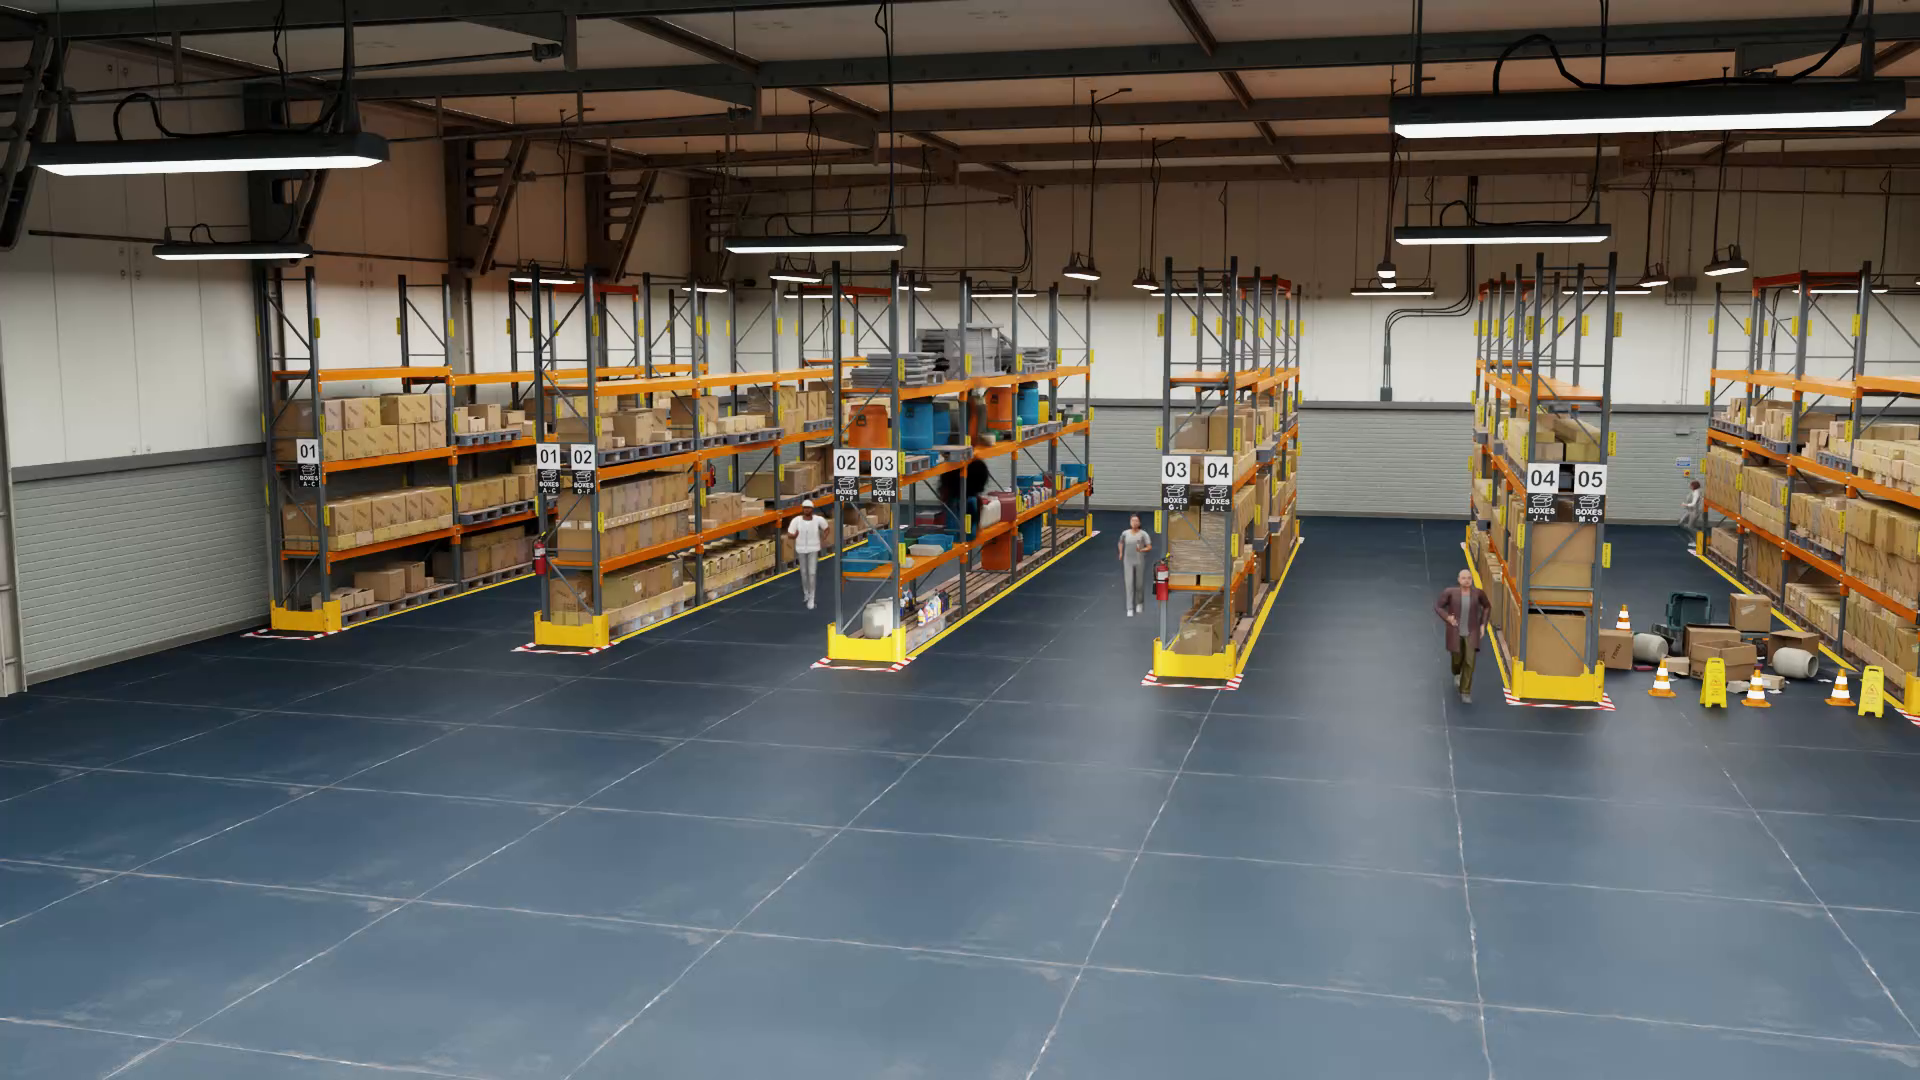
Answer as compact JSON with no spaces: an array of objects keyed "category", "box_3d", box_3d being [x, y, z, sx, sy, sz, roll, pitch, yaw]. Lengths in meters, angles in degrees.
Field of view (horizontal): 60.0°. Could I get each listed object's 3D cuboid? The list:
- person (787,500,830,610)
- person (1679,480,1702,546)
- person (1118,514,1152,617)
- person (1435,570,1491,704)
[{"category":"person","box_3d":[-2.601,0.223,28.376,0.684,1.827,0.754,1,7,4]},{"category":"person","box_3d":[16.843,-0.616,38.247,0.525,1.546,0.554,2,7,13]},{"category":"person","box_3d":[2.872,0.409,27.426,0.575,1.675,0.861,2,7,12]},{"category":"person","box_3d":[6.842,1.278,22.644,0.752,1.774,0.894,2,7,12]}]
